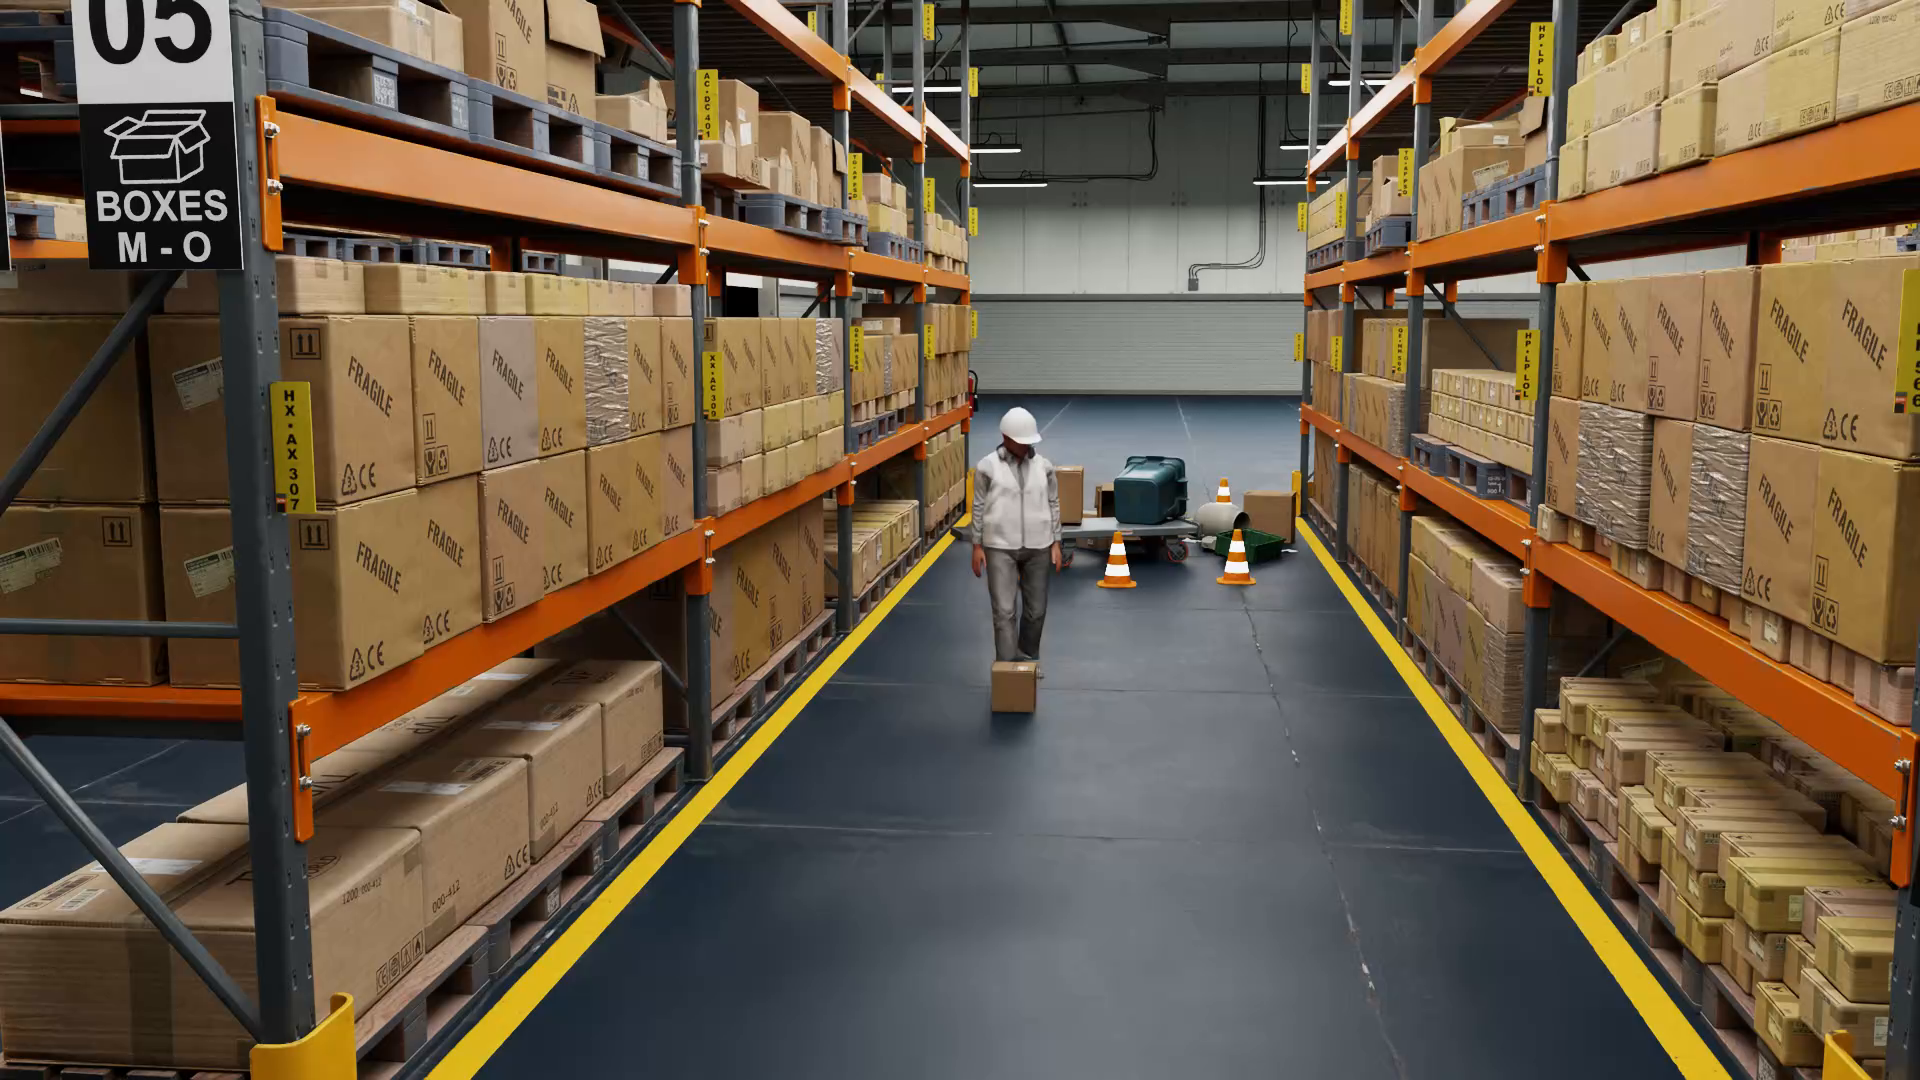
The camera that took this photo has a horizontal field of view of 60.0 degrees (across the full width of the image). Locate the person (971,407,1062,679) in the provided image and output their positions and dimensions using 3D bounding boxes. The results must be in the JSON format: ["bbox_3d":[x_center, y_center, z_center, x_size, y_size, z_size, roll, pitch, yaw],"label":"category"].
[{"bbox_3d":[0.370,0.059,10.240,0.568,1.748,0.753,-1,8,-11],"label":"person"}]
